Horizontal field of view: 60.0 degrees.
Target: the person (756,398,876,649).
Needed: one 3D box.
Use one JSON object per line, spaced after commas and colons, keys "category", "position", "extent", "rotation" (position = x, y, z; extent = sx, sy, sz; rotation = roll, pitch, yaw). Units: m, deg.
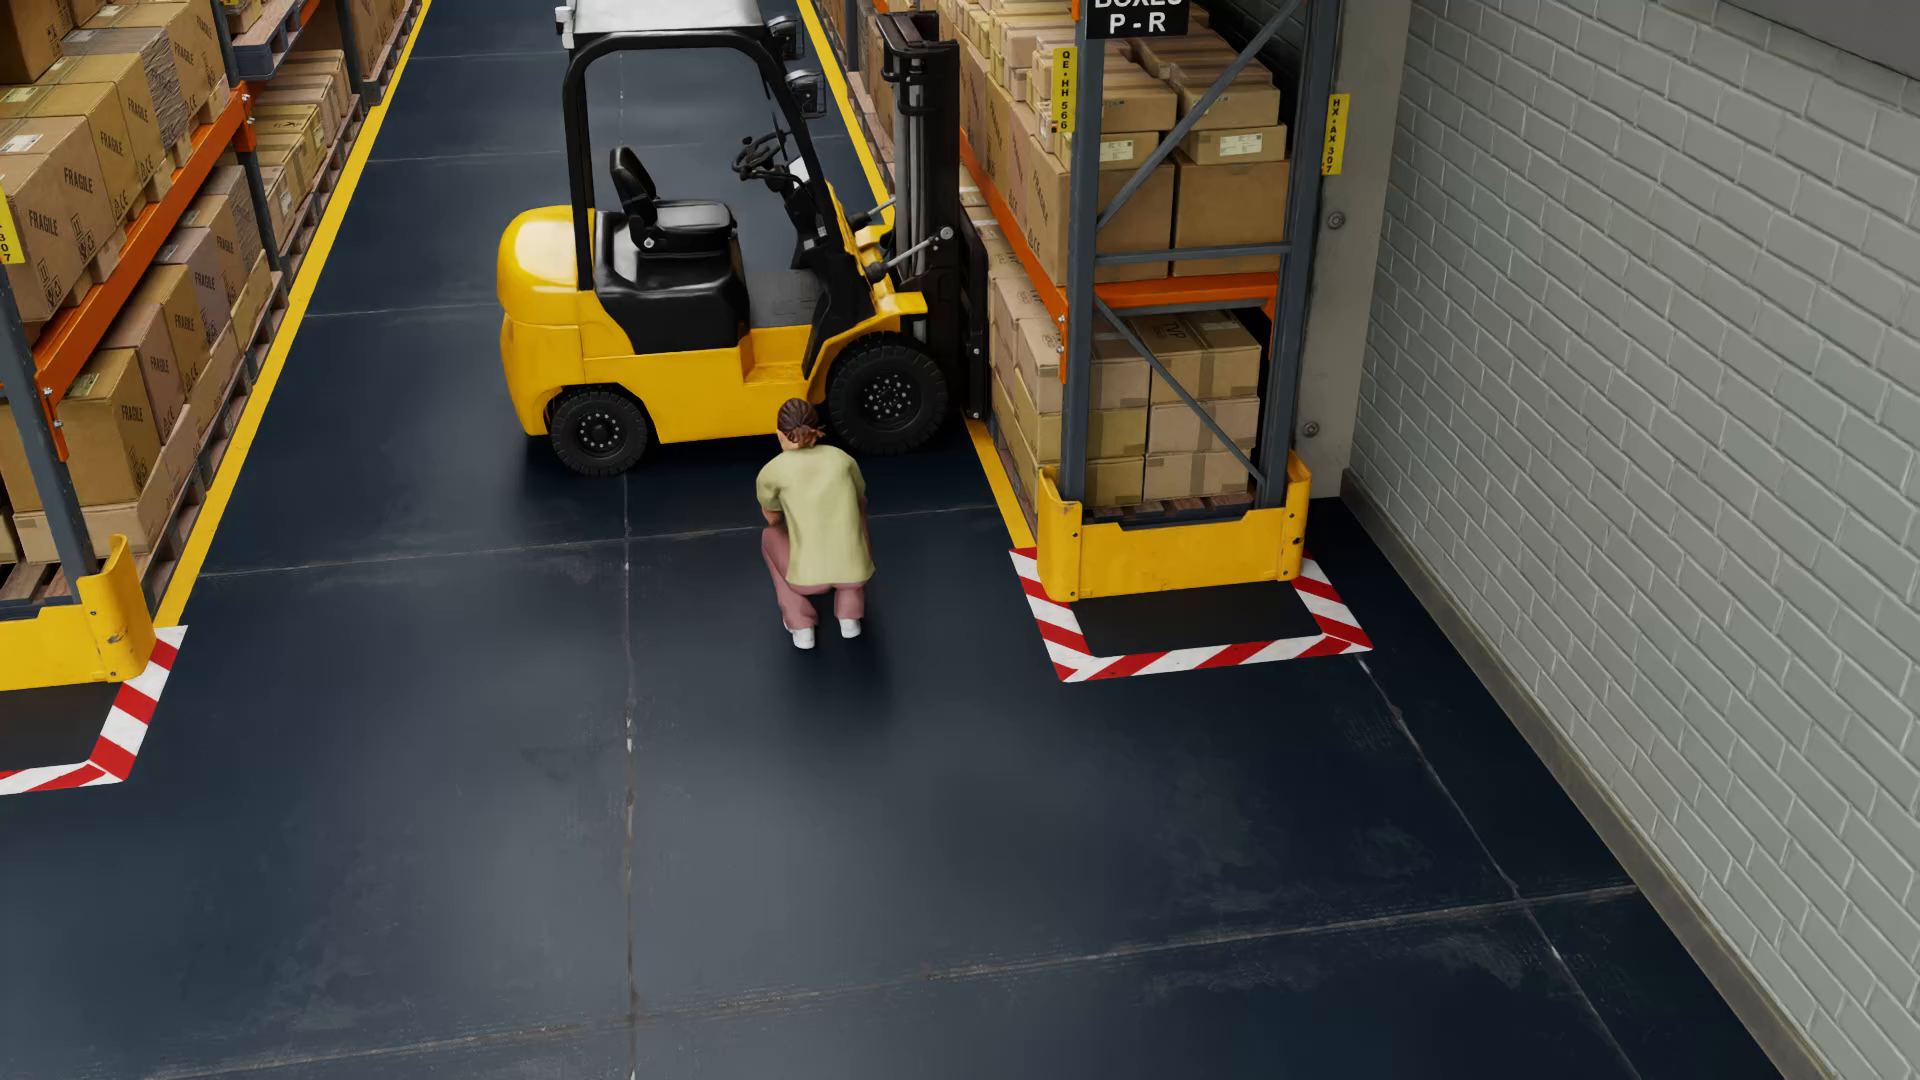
{"category": "person", "position": [-0.605, -0.081, 7.004], "extent": [0.475, 0.931, 0.798], "rotation": [-5, 31, -9]}
